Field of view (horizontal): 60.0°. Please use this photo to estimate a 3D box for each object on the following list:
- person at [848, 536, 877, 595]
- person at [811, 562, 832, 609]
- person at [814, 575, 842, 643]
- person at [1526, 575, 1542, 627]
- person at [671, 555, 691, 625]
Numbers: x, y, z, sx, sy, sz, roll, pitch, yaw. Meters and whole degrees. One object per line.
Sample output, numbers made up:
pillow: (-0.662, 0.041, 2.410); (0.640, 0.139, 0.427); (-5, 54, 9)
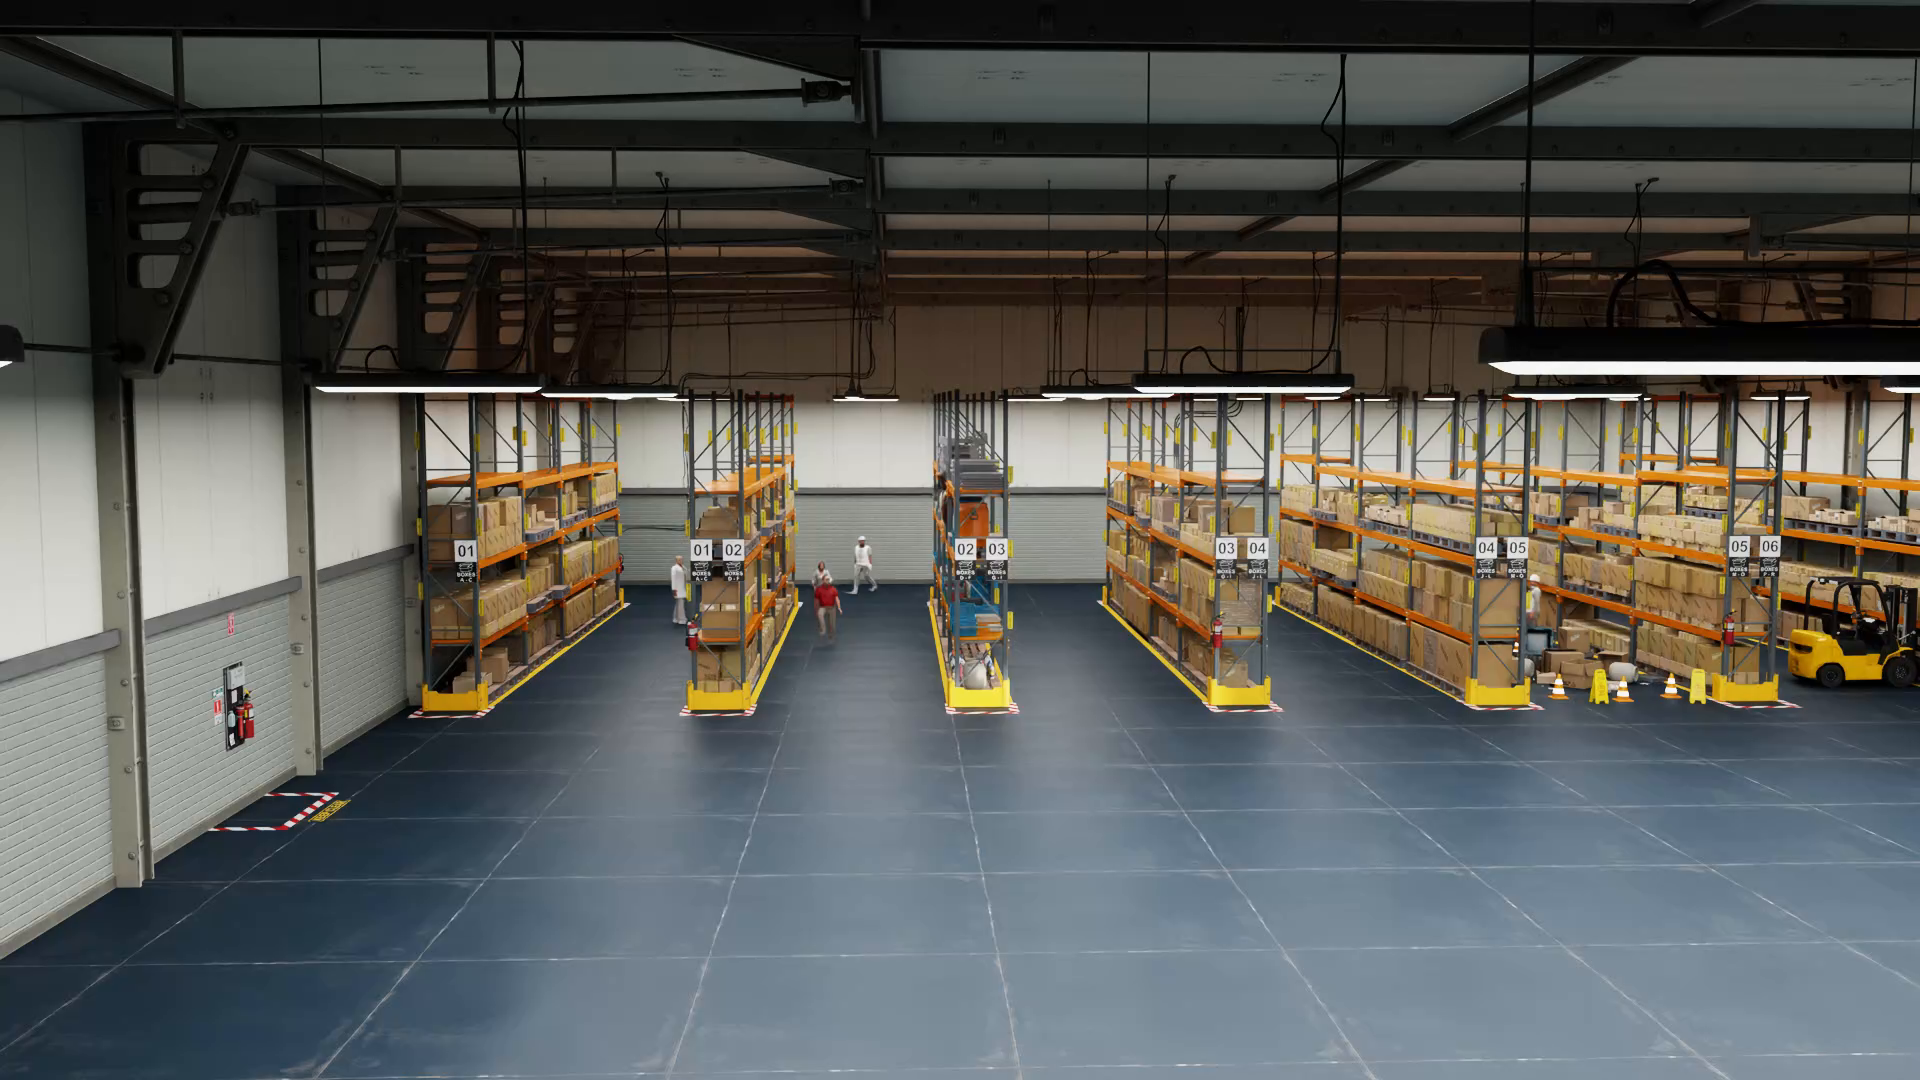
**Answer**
person: (-2.964, 0.761, 50.186); (0.654, 1.760, 0.978); (3, 6, 33)
person: (-3.667, 1.359, 44.115); (0.568, 1.590, 0.648); (0, 5, 0)
person: (-3.116, 1.663, 39.239); (0.649, 1.646, 1.061); (0, 5, -5)
person: (13.320, 1.712, 38.708); (0.426, 1.819, 0.563); (3, 5, 29)
person: (-7.224, 1.291, 43.457); (0.607, 1.782, 0.605); (1, 5, 10)
